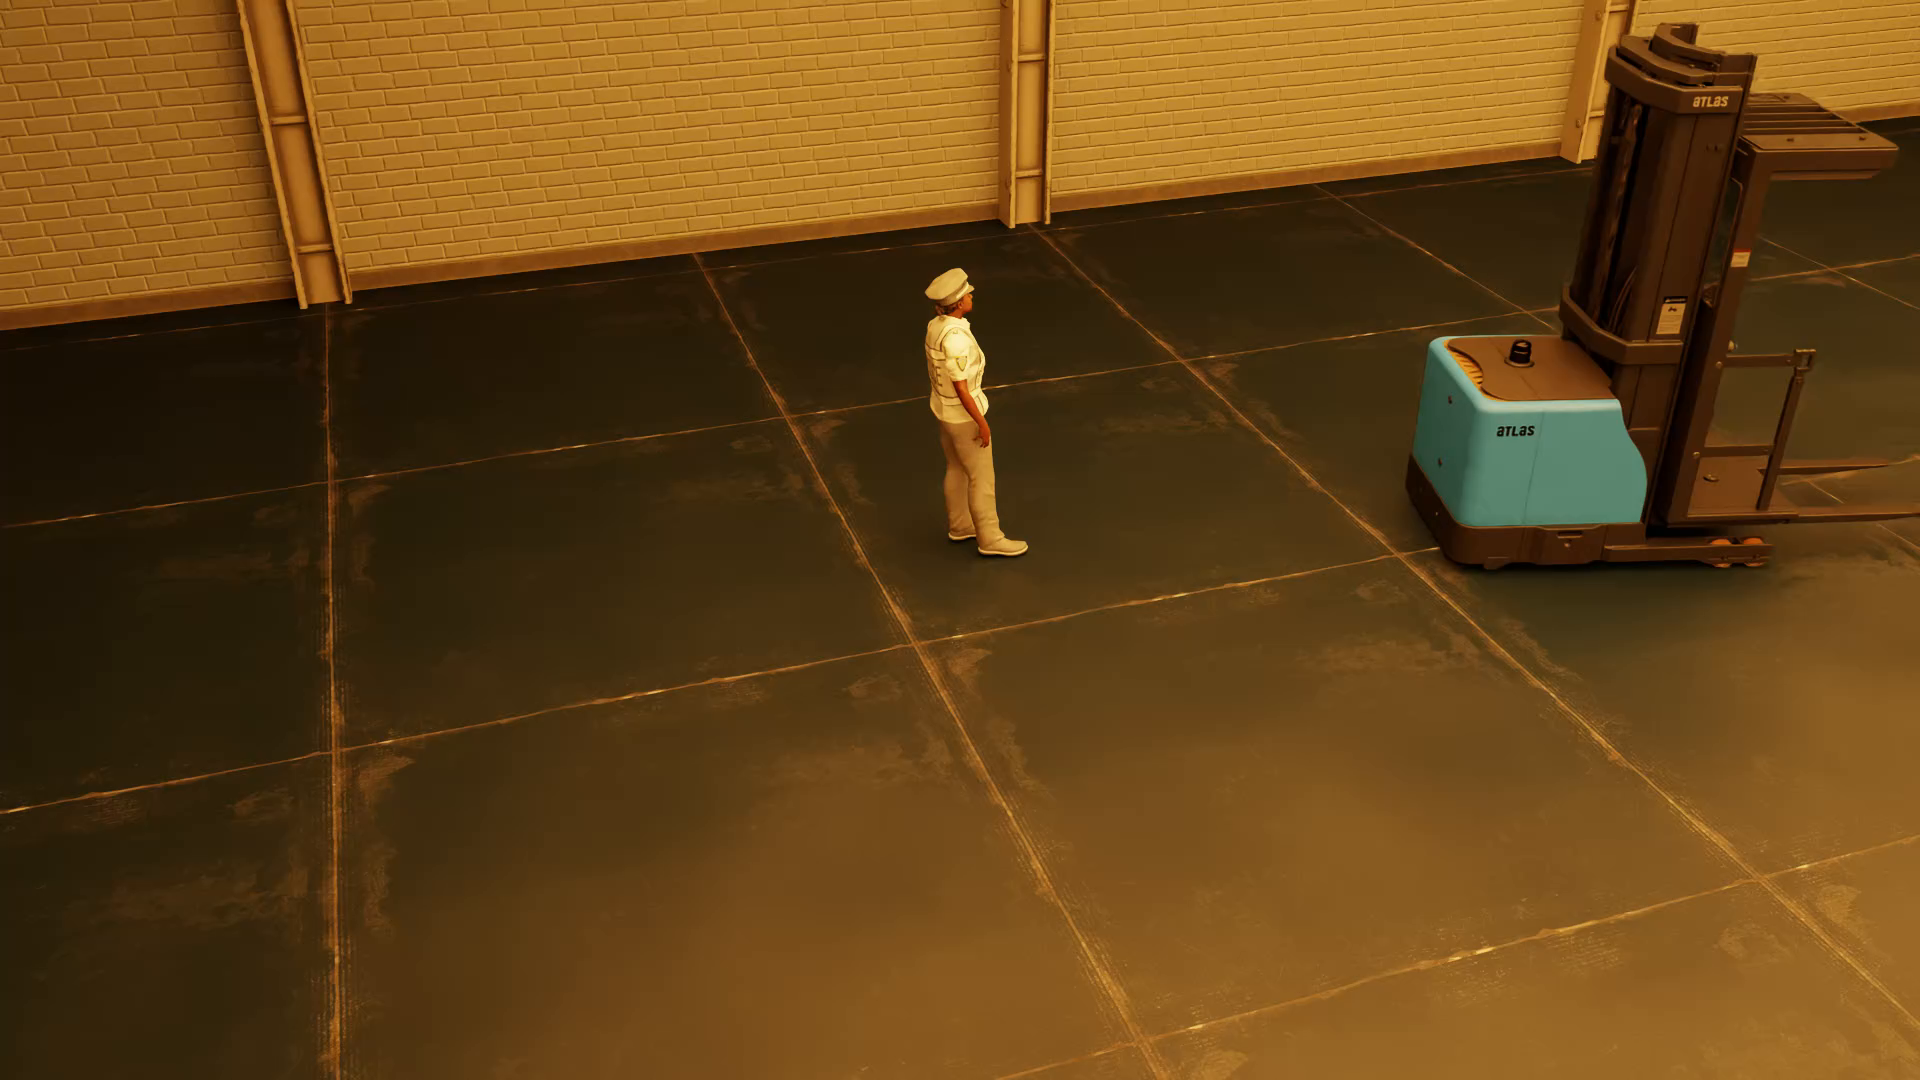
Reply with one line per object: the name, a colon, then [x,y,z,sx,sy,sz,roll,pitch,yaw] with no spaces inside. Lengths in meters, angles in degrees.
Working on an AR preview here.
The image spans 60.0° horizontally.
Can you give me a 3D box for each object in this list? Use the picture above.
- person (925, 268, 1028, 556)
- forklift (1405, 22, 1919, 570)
person: [0.077,-0.742,9.605,0.530,1.692,0.569,-10,31,-16]
forklift: [4.338,-1.371,9.469,3.031,2.935,1.130,-2,30,-3]
